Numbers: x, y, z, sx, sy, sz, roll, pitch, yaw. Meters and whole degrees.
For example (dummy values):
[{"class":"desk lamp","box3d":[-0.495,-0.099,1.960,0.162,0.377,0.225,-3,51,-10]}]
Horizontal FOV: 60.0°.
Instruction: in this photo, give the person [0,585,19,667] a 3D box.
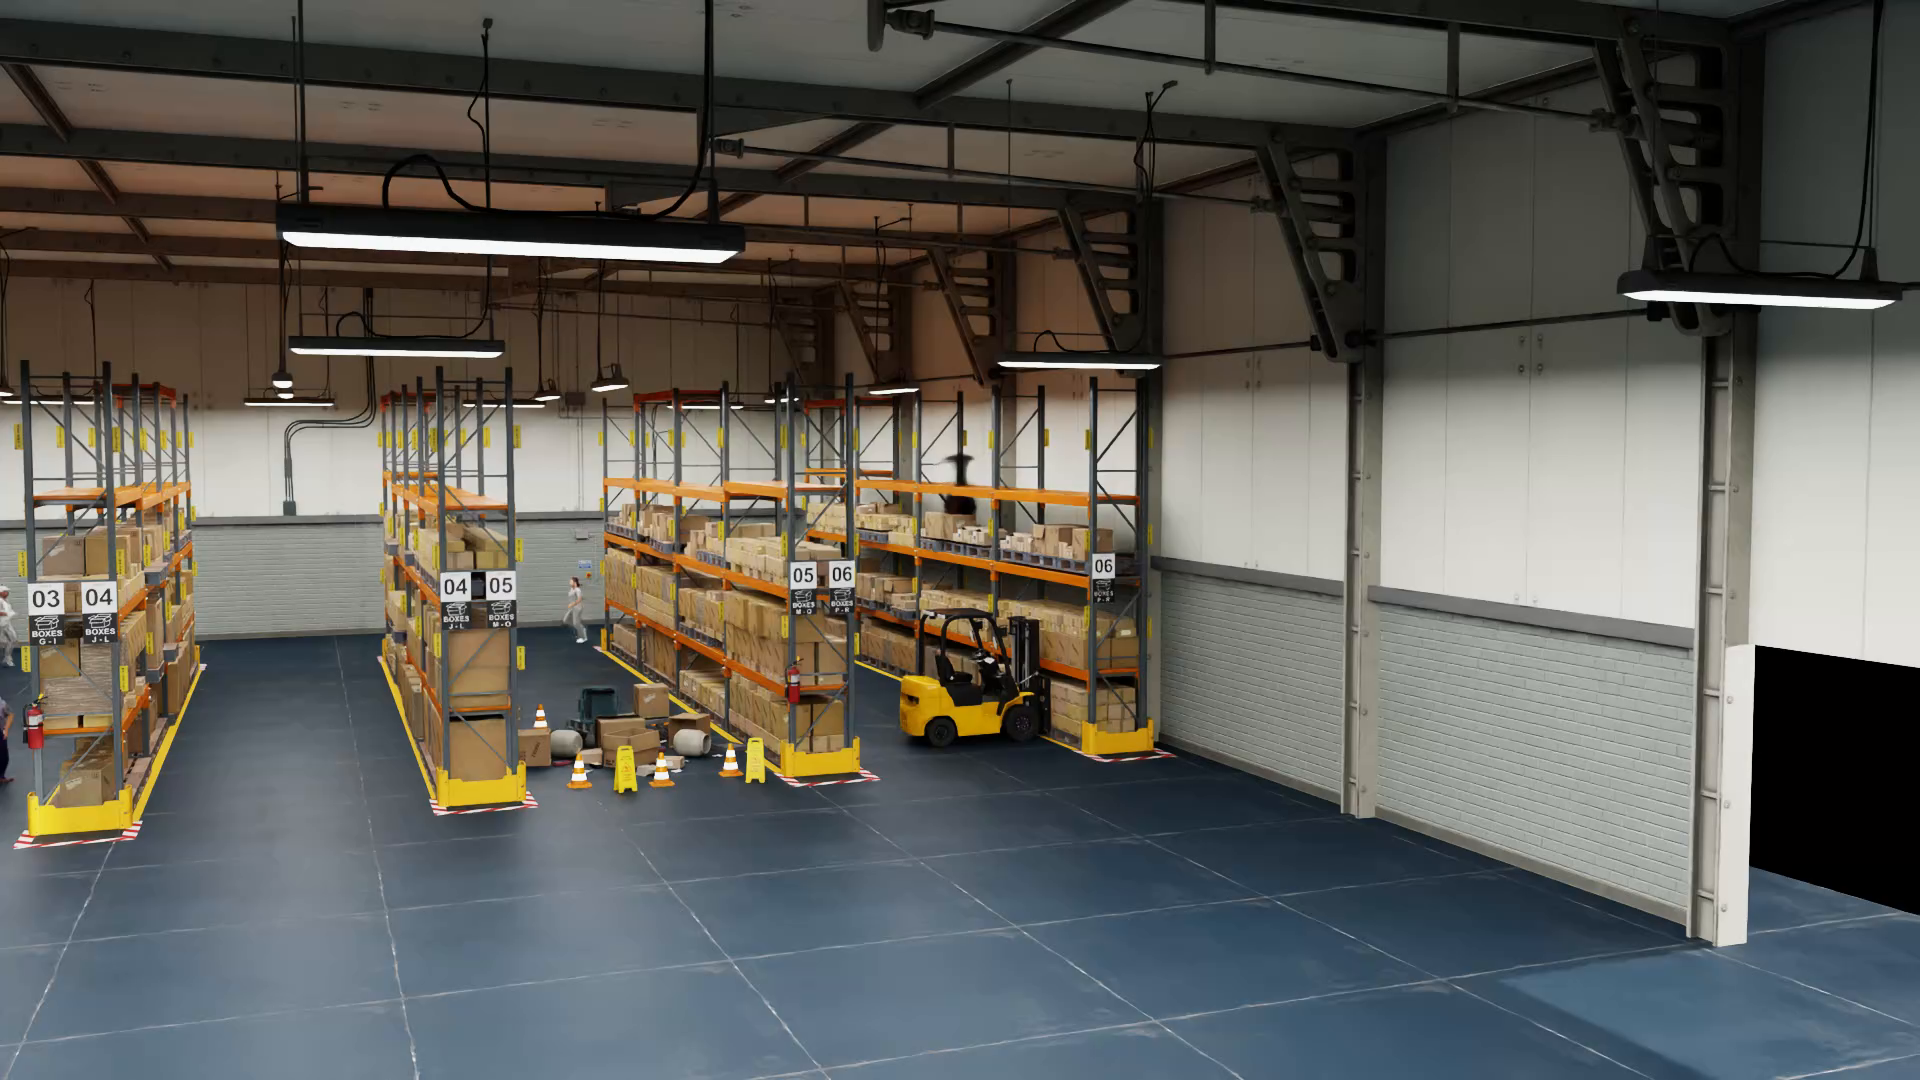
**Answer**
[{"class":"person","box3d":[-21.075,1.912,36.602,0.799,1.837,0.696,0,3,-5]}]

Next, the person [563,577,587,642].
[{"class":"person","box3d":[-9.499,1.718,41.088,0.573,1.622,0.638,-2,4,-32]}]

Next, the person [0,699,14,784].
[{"class":"person","box3d":[-13.894,2.831,23.849,0.768,1.521,0.686,3,5,41]}]
